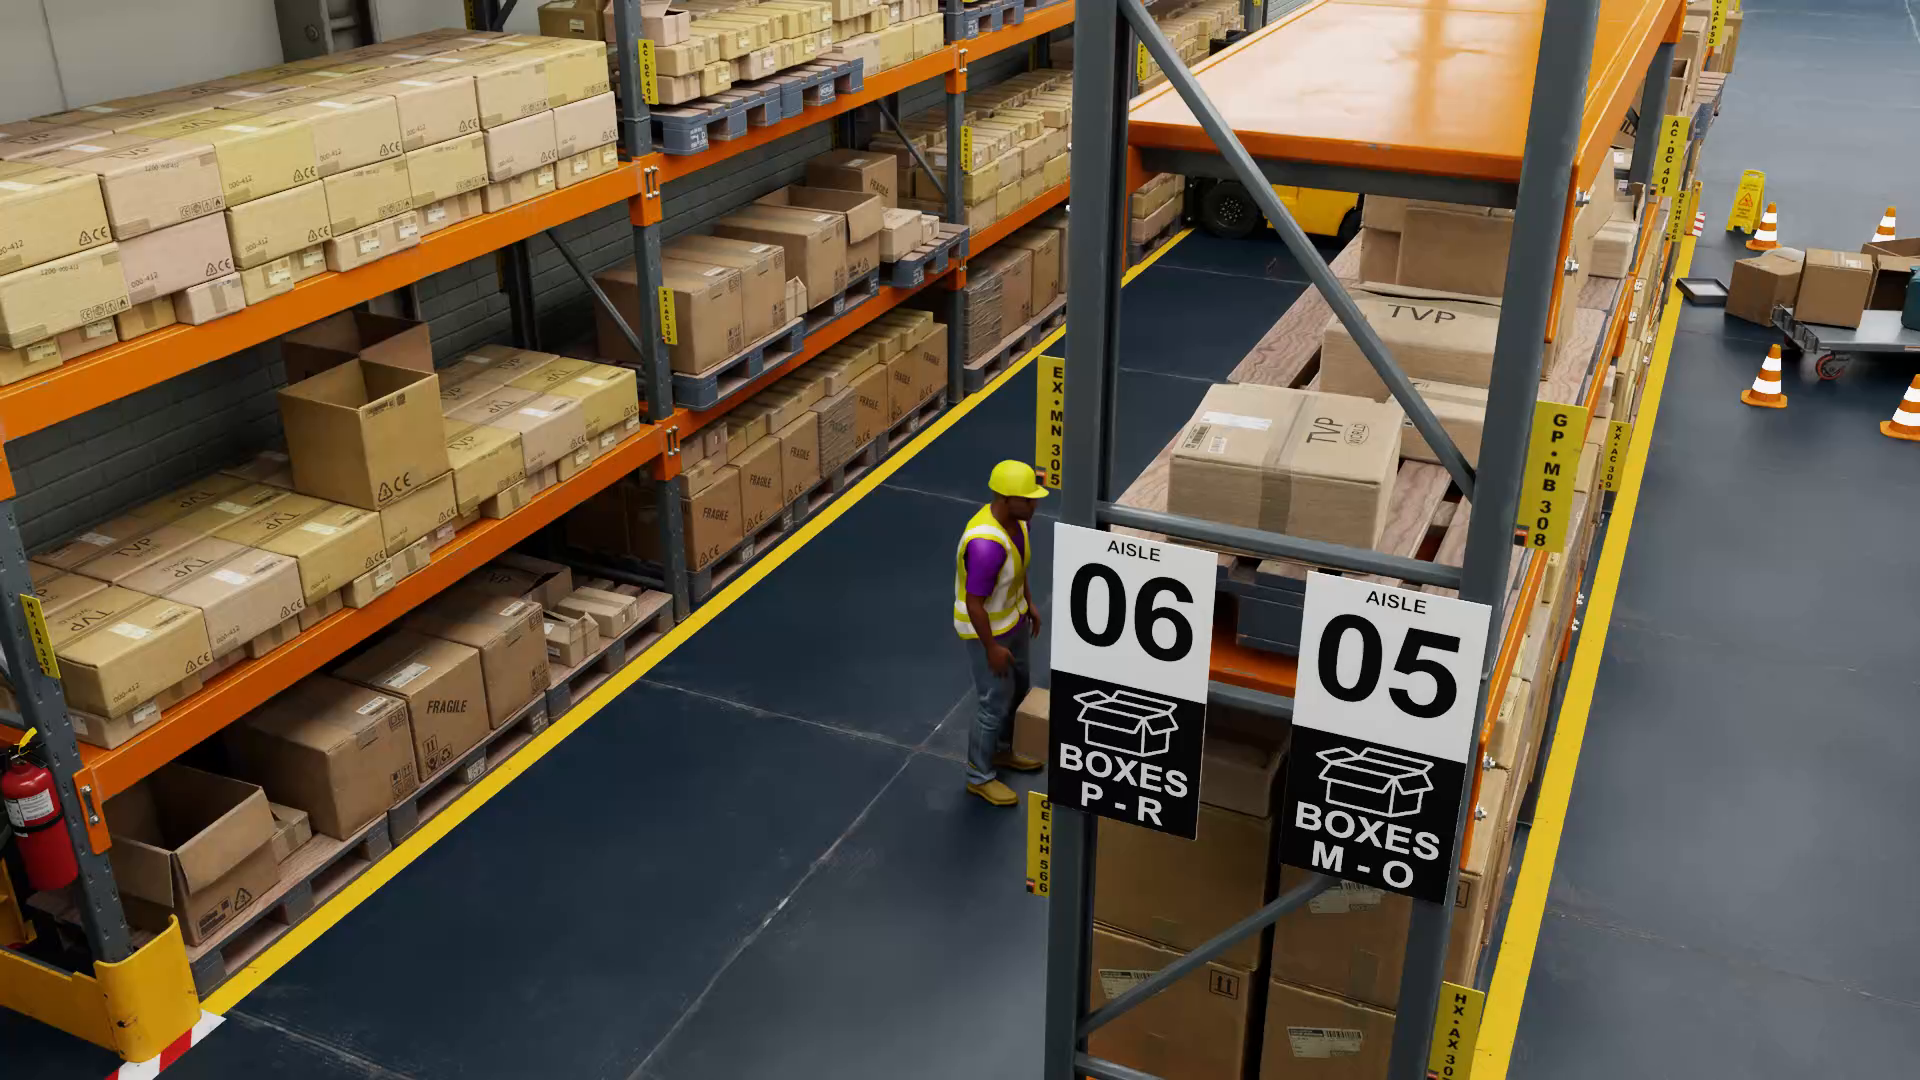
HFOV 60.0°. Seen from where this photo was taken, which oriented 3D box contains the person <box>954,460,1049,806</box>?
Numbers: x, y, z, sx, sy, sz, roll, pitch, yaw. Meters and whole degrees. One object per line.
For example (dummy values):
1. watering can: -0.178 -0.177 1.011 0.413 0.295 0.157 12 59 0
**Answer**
1. person: 0.203 0.423 8.221 0.439 1.763 0.597 10 28 20
